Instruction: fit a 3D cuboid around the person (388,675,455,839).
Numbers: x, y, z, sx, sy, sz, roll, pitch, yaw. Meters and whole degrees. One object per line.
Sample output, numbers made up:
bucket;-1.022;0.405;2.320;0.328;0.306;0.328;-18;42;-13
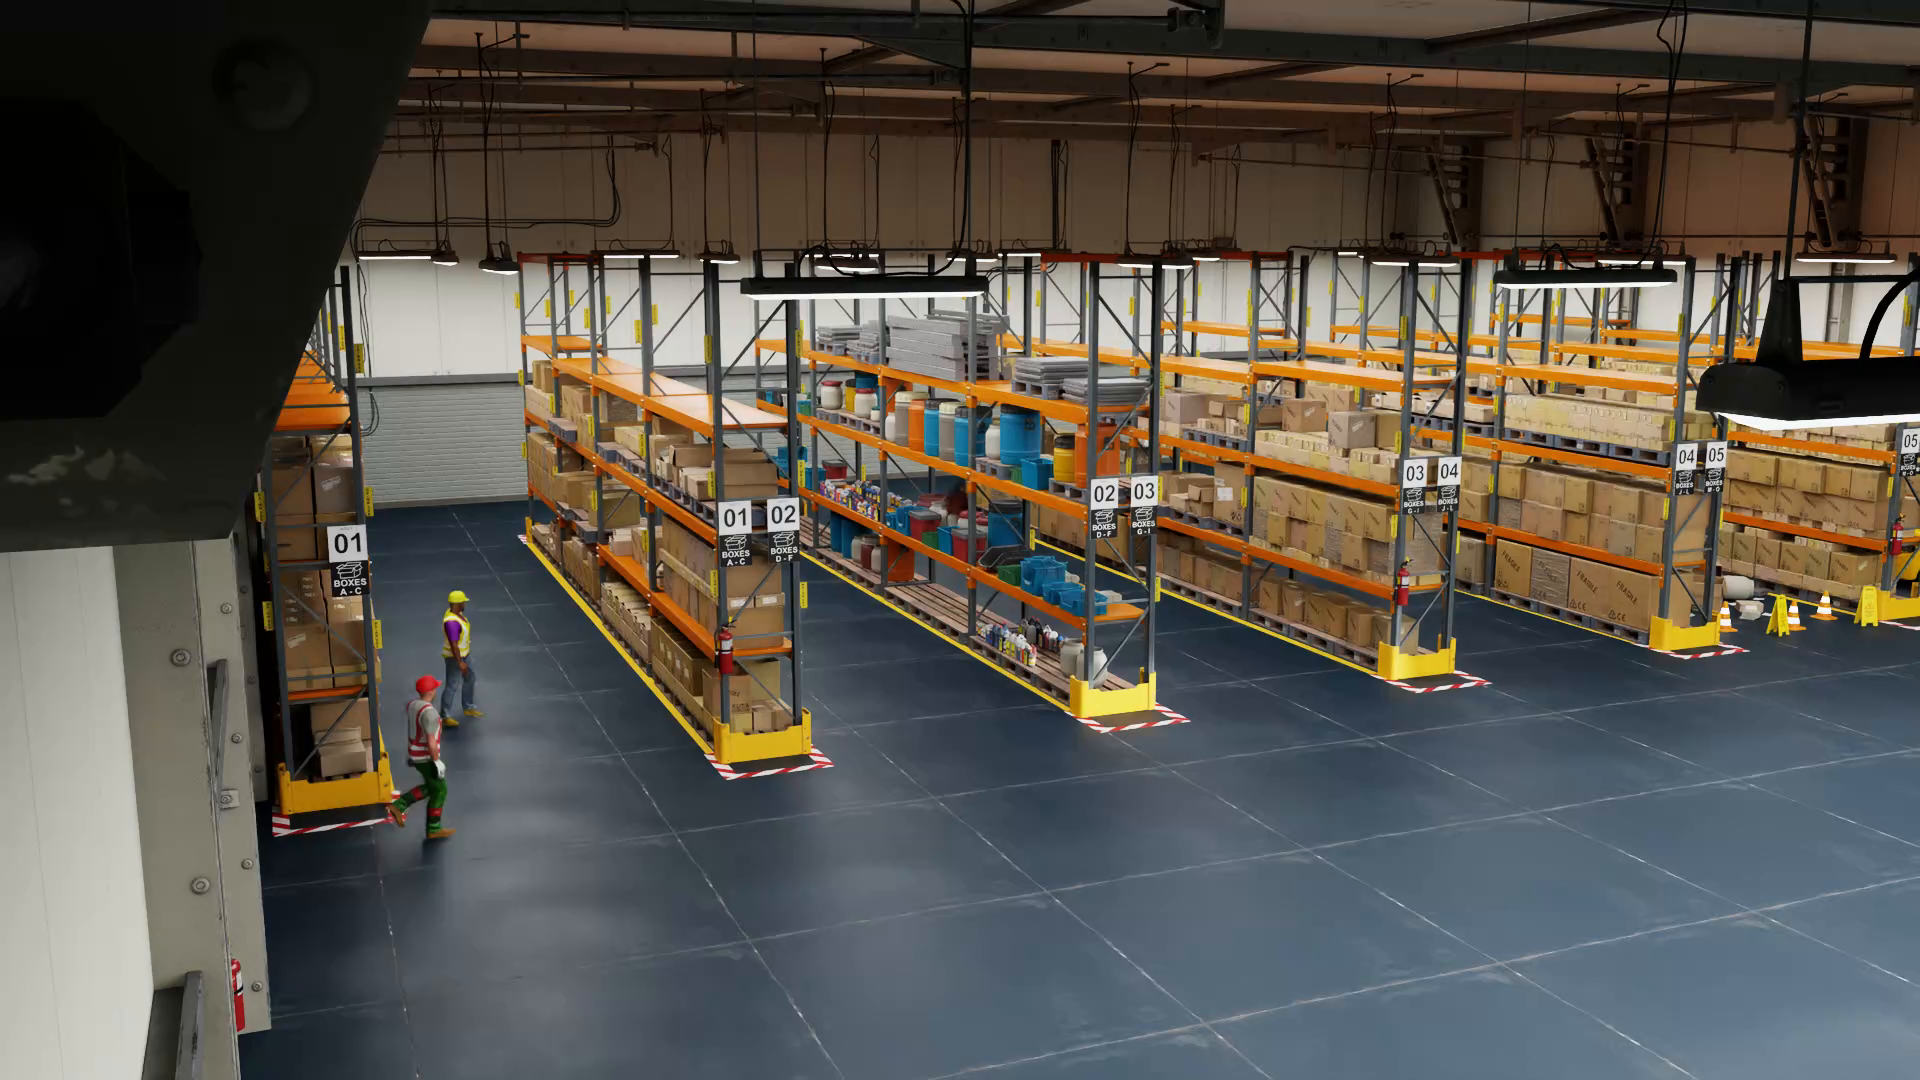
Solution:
person;-5.710;2.298;17.522;0.661;1.762;0.610;-4;11;-22

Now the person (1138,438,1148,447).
person;4.658;-2.250;42.910;0.685;1.561;0.492;-7;13;-35

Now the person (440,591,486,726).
person;-6.580;1.540;21.802;0.468;1.808;0.680;0;10;2
